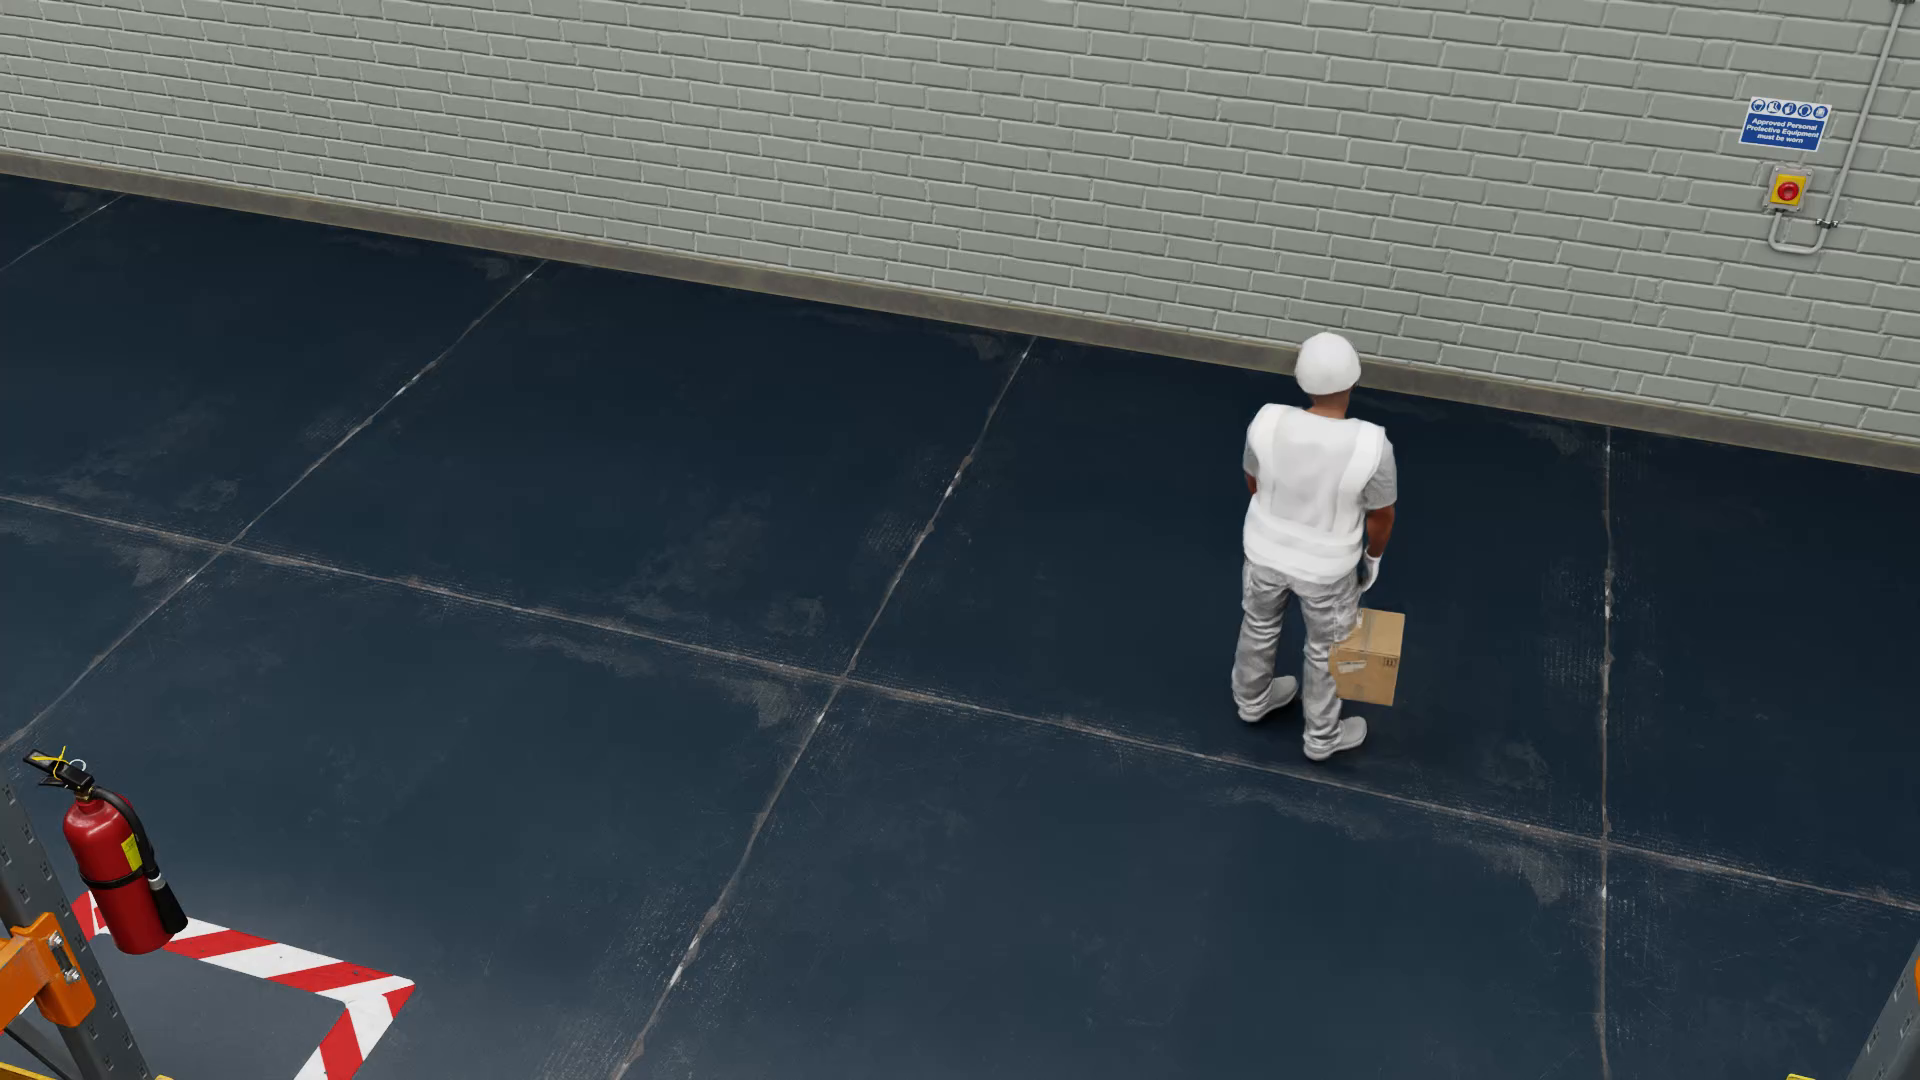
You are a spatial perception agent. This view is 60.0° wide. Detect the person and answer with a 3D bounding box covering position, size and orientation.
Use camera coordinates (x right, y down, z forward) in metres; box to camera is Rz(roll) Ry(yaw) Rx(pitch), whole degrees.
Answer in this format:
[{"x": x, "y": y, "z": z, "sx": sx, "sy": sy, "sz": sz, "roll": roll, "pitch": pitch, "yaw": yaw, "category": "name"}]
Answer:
[{"x": 1.275, "y": -0.261, "z": 5.828, "sx": 0.550, "sy": 1.061, "sz": 0.436, "roll": 17, "pitch": 40, "yaw": 21, "category": "person"}]
